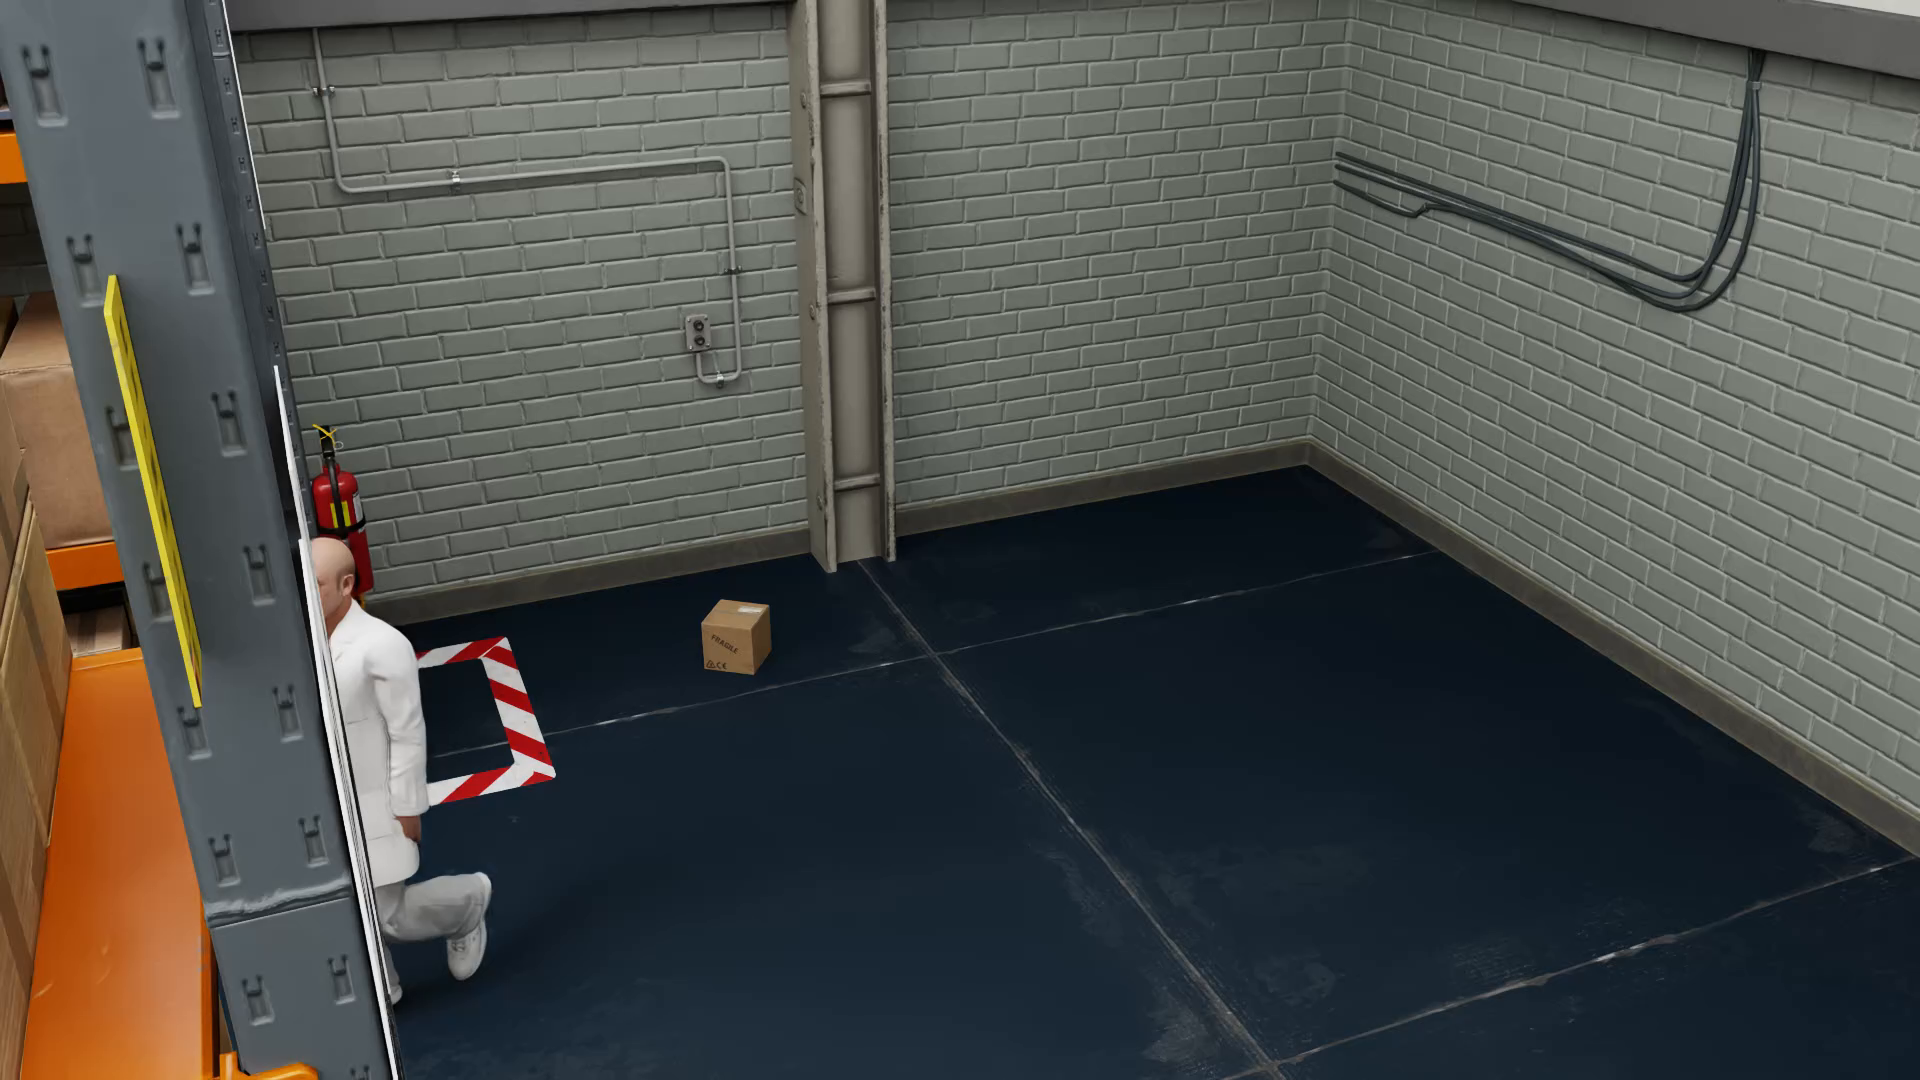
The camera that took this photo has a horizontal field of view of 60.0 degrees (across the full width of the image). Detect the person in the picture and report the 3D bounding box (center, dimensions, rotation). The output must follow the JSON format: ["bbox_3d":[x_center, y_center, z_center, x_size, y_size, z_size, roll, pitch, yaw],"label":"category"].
[{"bbox_3d":[-1.927,0.804,5.403,0.567,1.762,0.698,13,28,25],"label":"person"}]
